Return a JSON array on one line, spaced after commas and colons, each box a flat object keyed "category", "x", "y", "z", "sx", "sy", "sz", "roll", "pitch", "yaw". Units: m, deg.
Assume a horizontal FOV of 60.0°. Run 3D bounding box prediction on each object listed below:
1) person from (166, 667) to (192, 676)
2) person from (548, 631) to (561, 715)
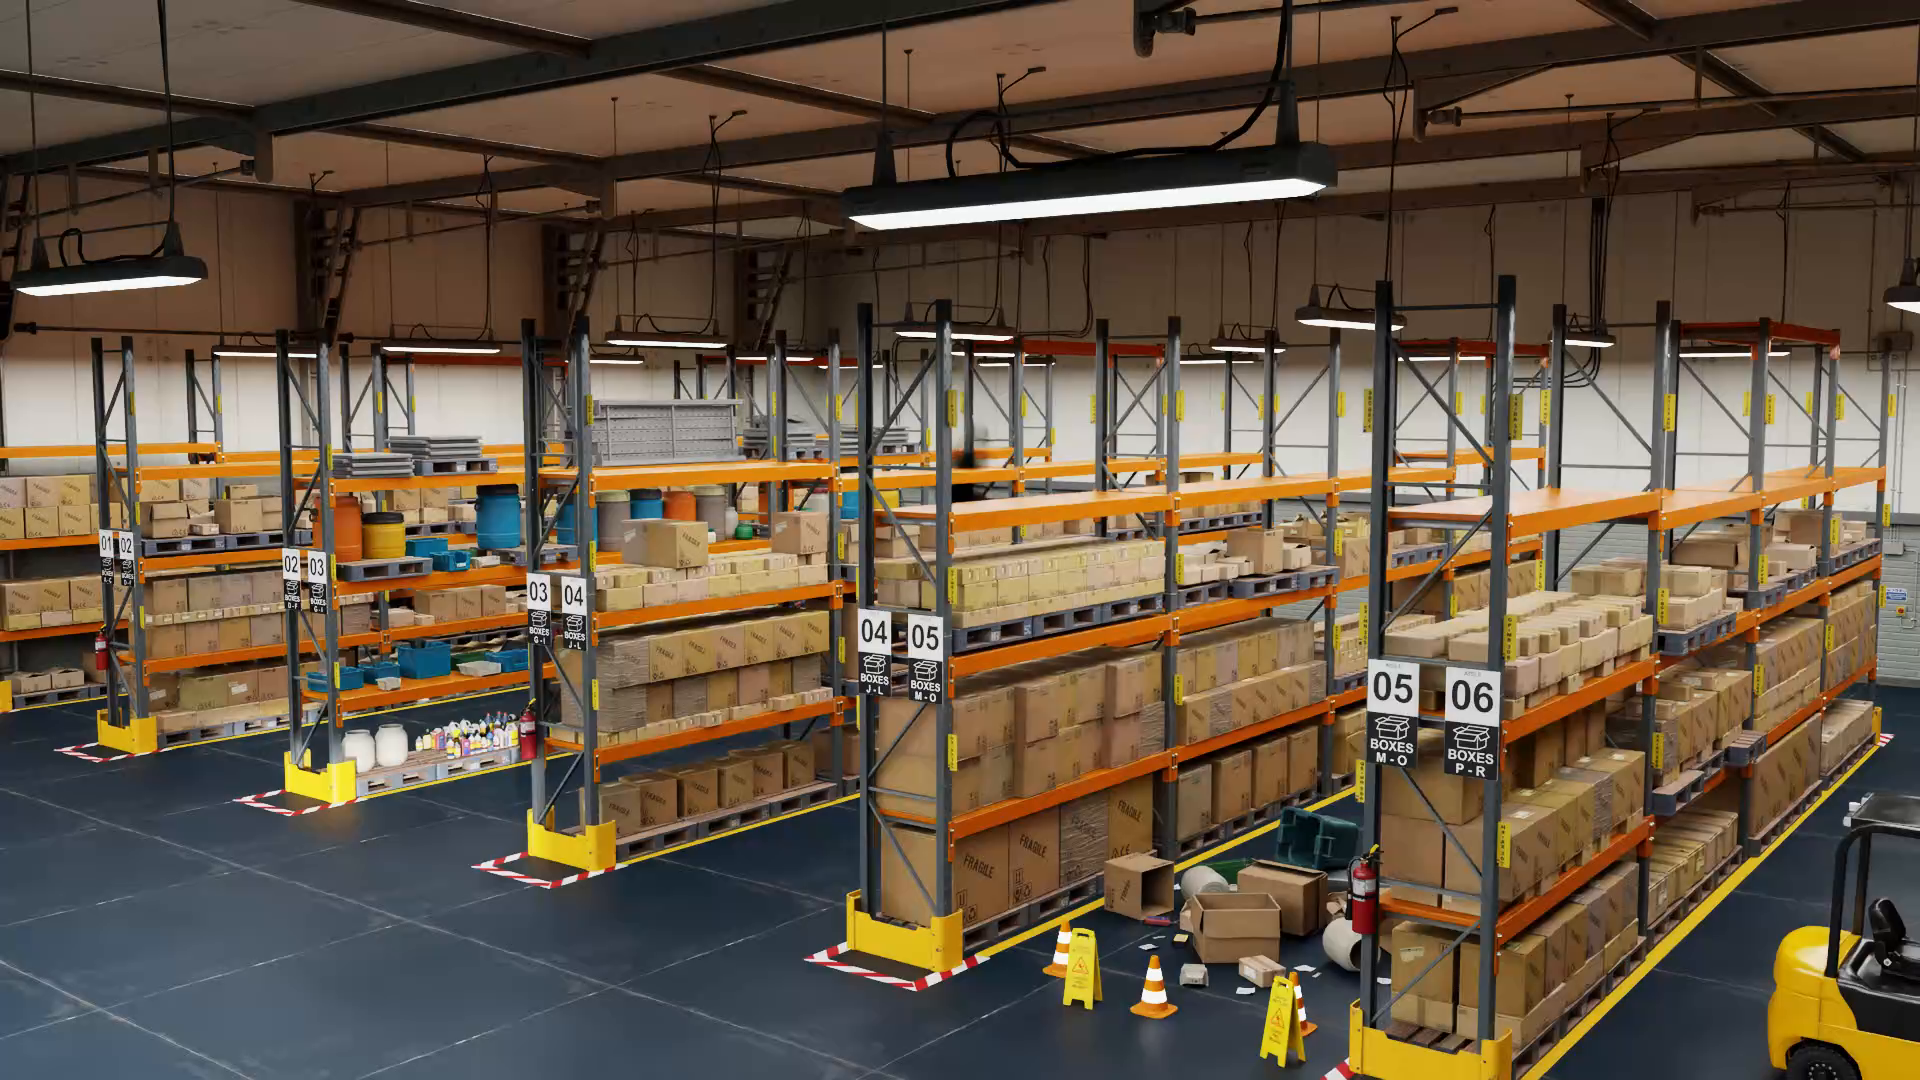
[{"category": "person", "x": -12.490, "y": 1.977, "z": 26.620, "sx": 0.613, "sy": 1.690, "sz": 0.901, "roll": 4, "pitch": 6, "yaw": 36}, {"category": "person", "x": -6.635, "y": 2.020, "z": 26.385, "sx": 0.570, "sy": 1.679, "sz": 0.850, "roll": 3, "pitch": 6, "yaw": 33}]
